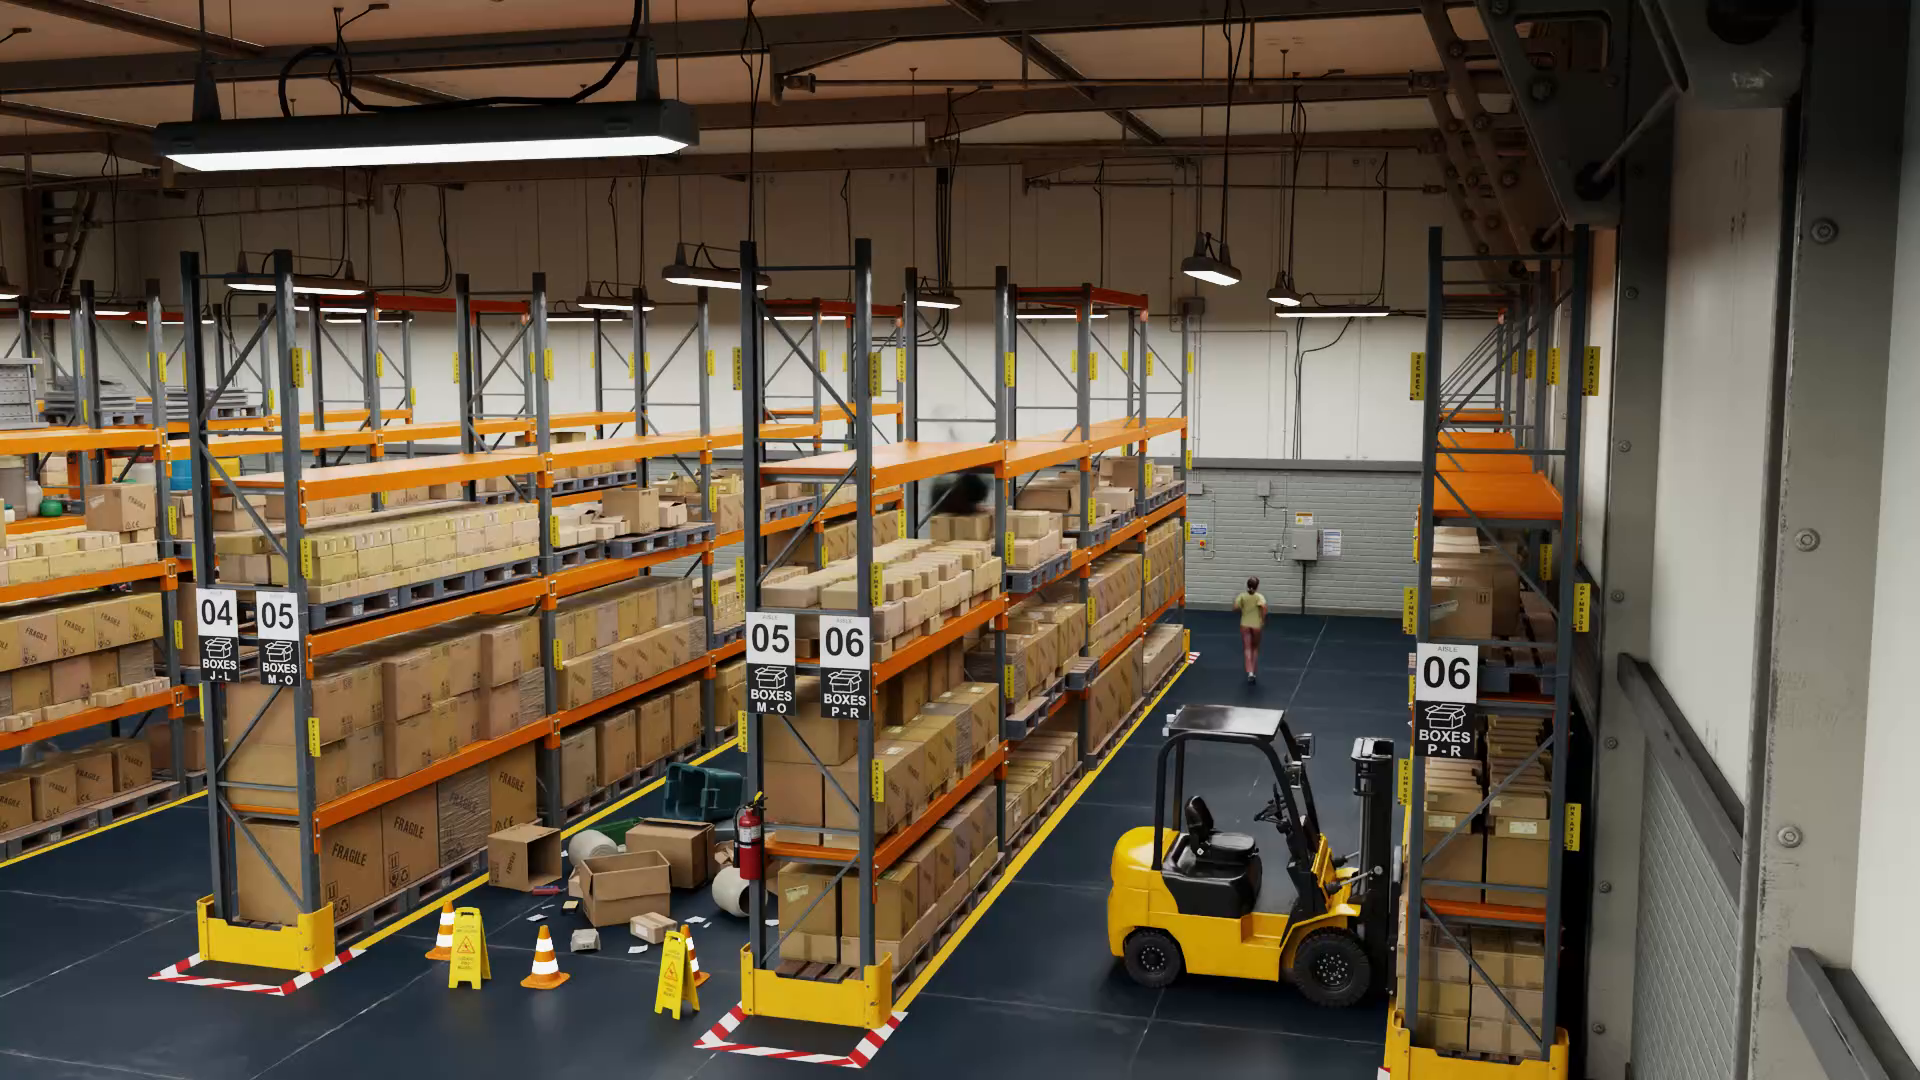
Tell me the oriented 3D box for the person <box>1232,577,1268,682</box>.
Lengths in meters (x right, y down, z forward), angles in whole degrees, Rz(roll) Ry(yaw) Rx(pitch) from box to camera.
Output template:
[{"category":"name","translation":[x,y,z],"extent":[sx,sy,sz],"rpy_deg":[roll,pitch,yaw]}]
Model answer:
[{"category":"person","translation":[4.539,1.423,26.053],"extent":[0.555,1.703,0.874],"rpy_deg":[1,7,11]}]

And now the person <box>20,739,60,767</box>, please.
[{"category":"person","translation":[-11.222,2.021,20.080],"extent":[0.703,1.747,0.987],"rpy_deg":[1,7,12]}]
